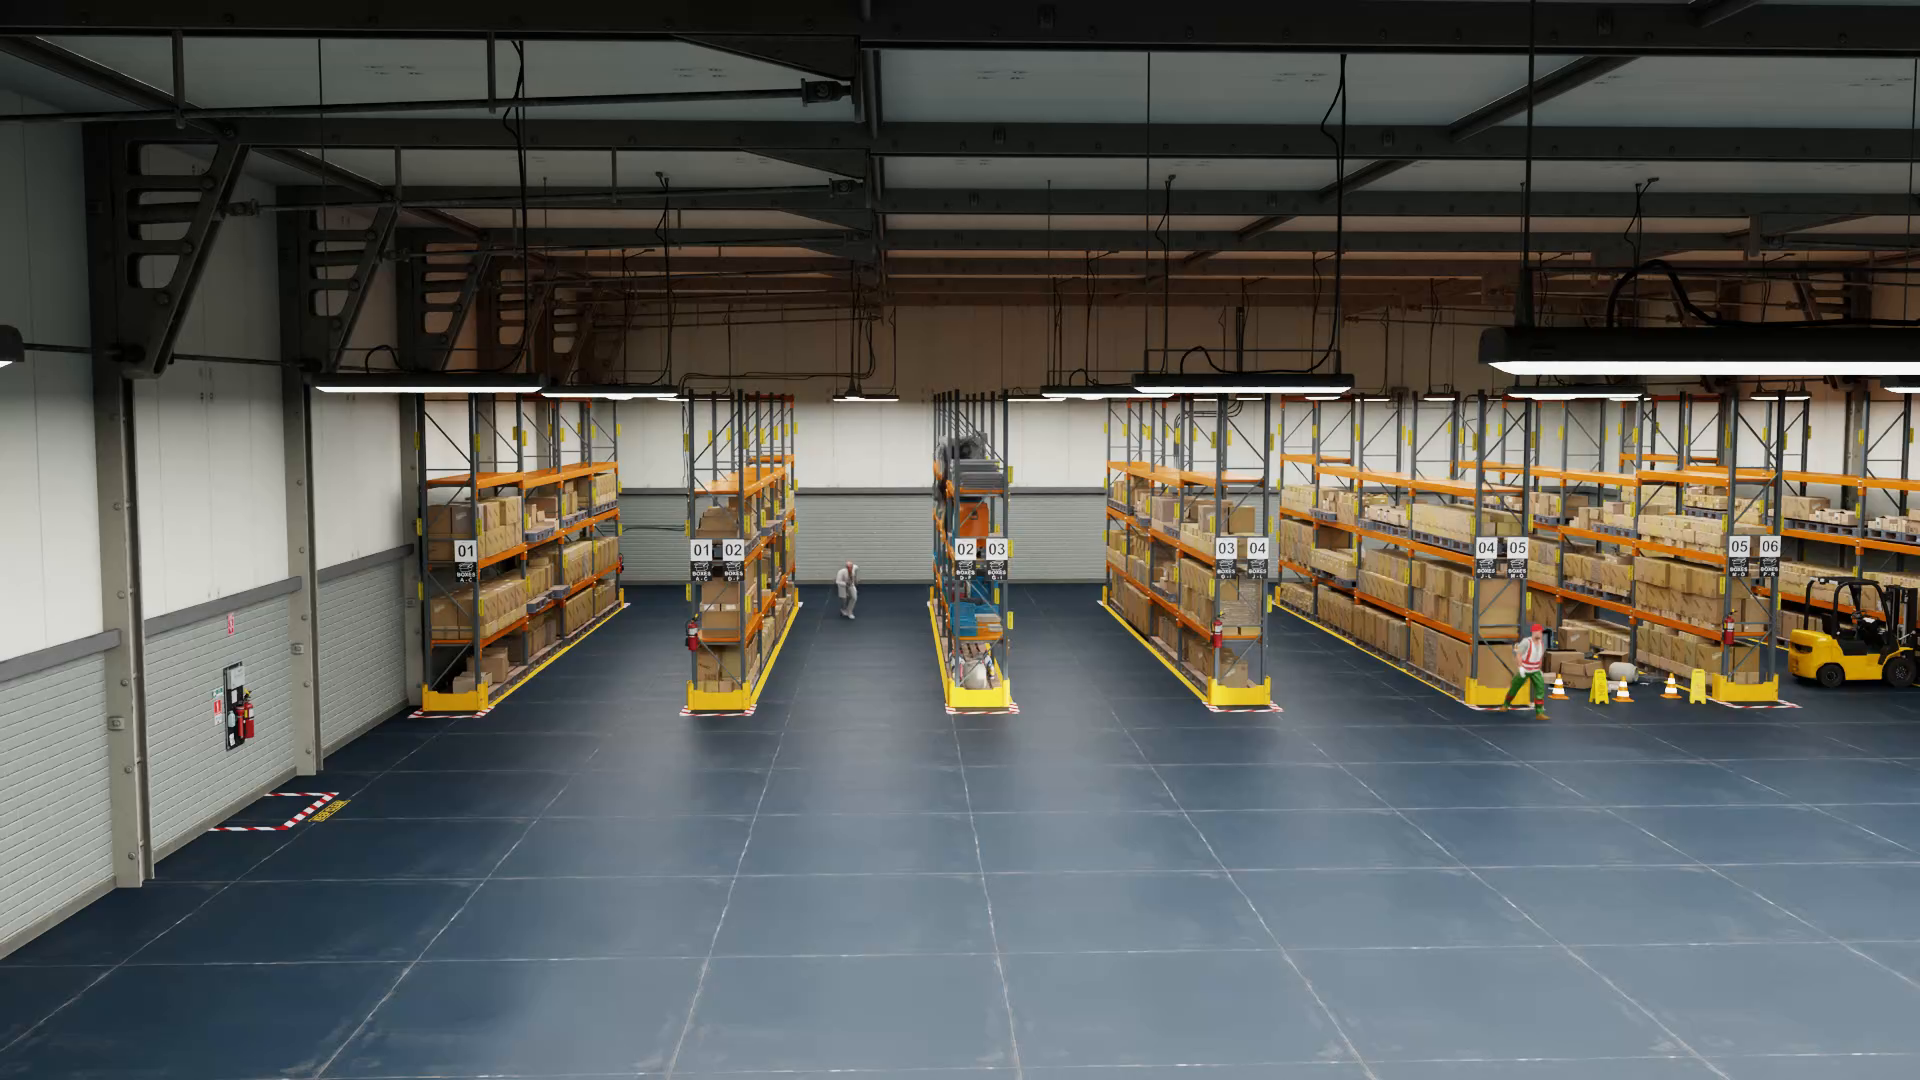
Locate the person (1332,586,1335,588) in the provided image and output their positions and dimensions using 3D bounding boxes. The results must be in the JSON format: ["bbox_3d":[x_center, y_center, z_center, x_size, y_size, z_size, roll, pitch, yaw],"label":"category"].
[{"bbox_3d":[11.503,0.779,50.344,0.736,1.750,0.600,-2,5,-19],"label":"person"}]

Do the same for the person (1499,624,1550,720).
[{"bbox_3d":[10.352,2.376,30.363,0.689,1.727,0.995,-2,5,-21],"label":"person"}]

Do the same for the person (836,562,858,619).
[{"bbox_3d":[-3.085,1.322,44.717,0.720,1.564,1.211,-2,5,-24],"label":"person"}]
